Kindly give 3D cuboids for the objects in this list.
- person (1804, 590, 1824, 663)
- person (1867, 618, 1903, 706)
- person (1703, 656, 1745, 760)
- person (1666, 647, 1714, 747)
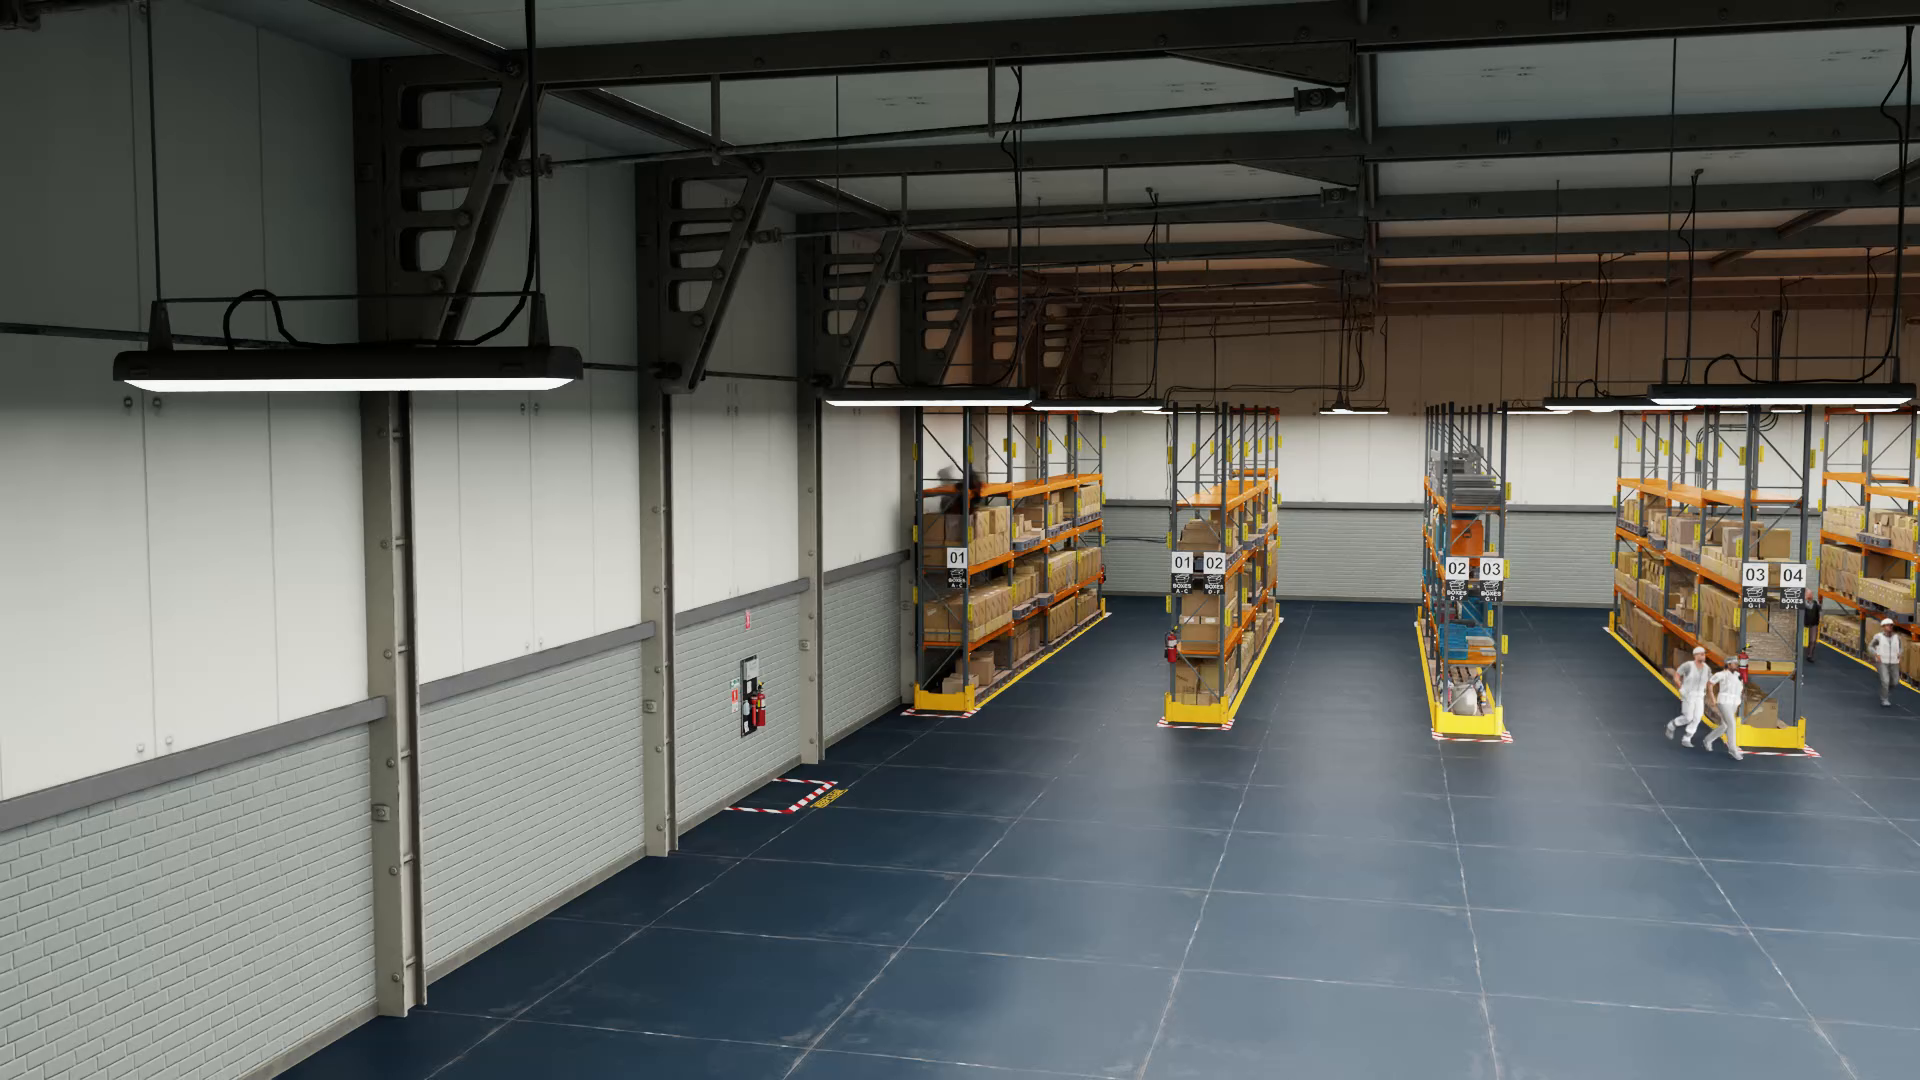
[{"bbox_3d":[19.949,2.007,39.069,0.676,1.685,0.791,1,4,14],"label":"person"},{"bbox_3d":[18.419,2.418,33.077,0.659,1.722,0.614,1,4,10],"label":"person"},{"bbox_3d":[13.024,2.799,28.123,0.601,1.688,0.868,-2,5,-22],"label":"person"},{"bbox_3d":[12.790,2.713,29.022,0.720,1.729,0.625,-1,4,-12],"label":"person"}]
